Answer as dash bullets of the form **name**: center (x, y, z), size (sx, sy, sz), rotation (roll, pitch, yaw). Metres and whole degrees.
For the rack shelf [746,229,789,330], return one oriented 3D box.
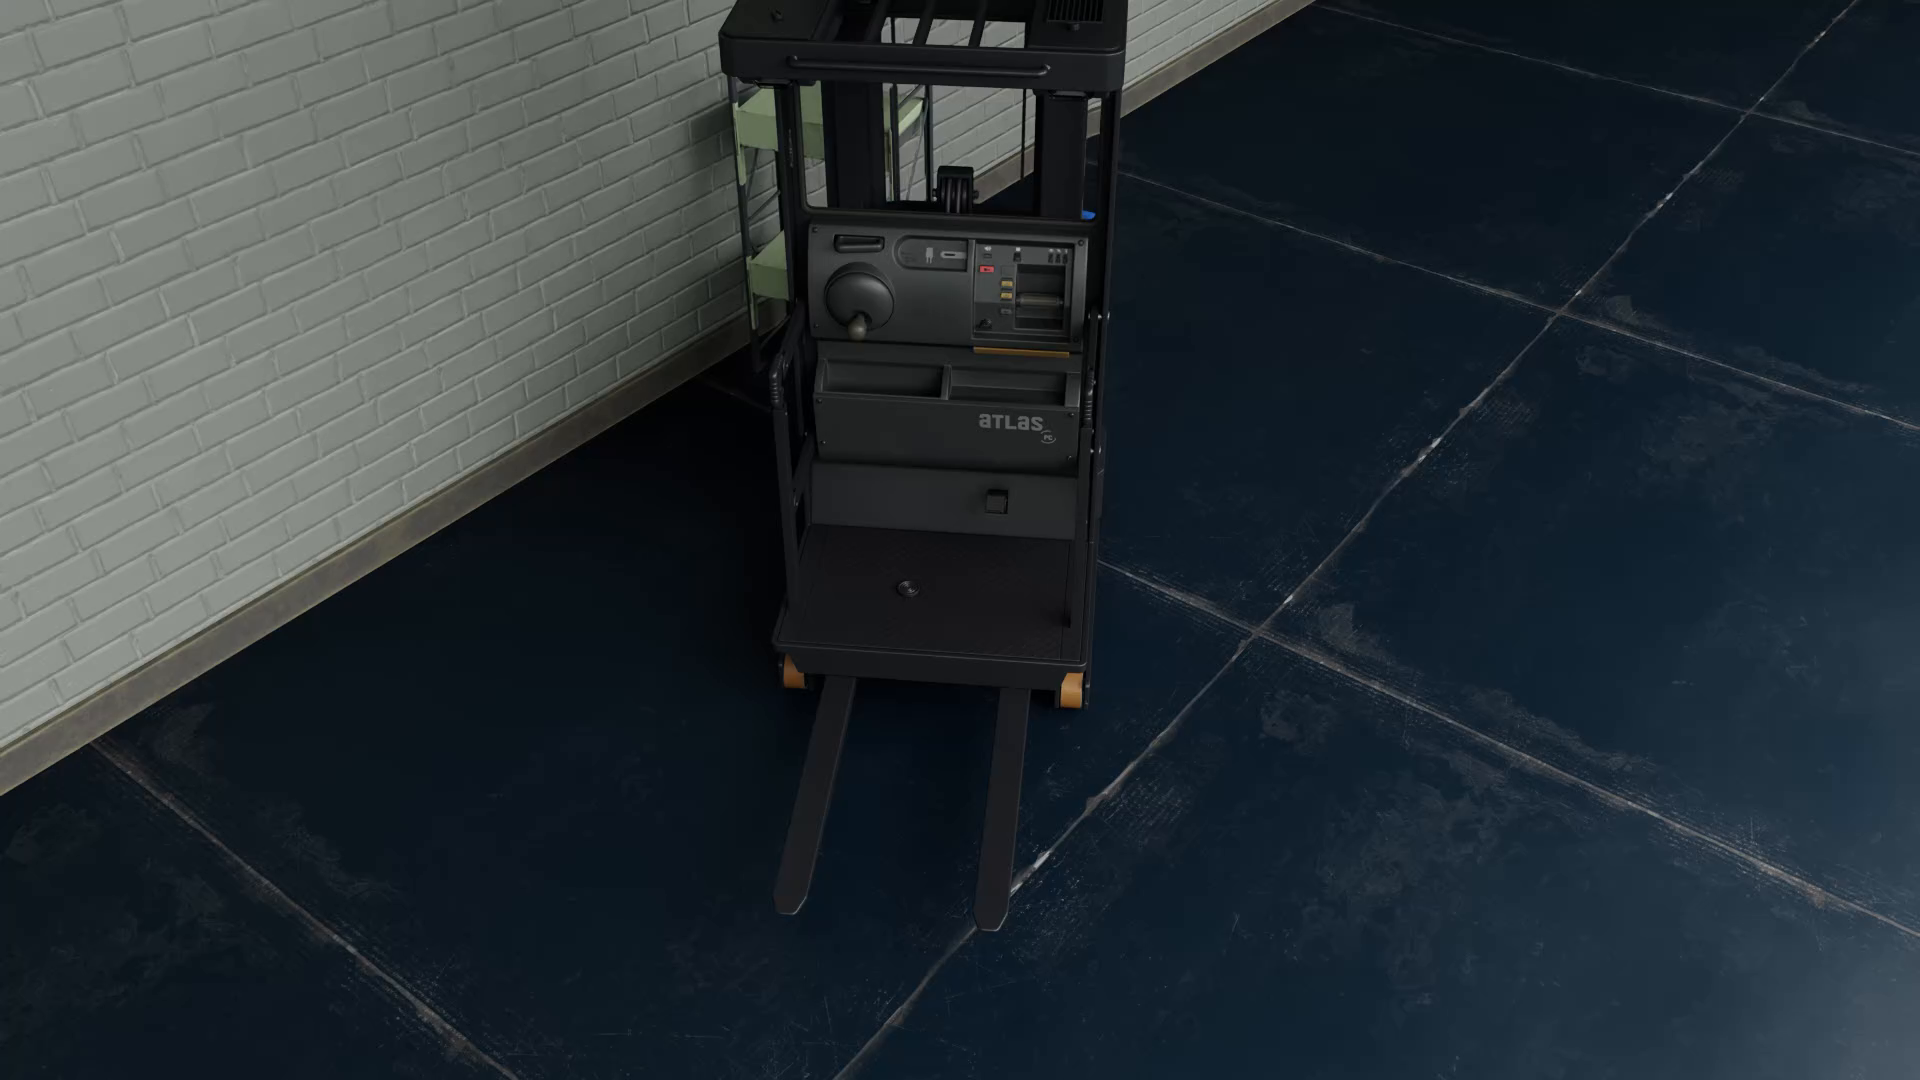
- **rack shelf**: center (-0.538, -1.145, 7.524), size (0.720, 0.370, 0.431), rotation (14, 40, 17)

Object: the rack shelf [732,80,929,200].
- **rack shelf**: center (-0.538, -1.709, 7.083), size (0.720, 0.370, 0.431), rotation (14, 40, 17)

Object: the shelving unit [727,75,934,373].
- **shelving unit**: center (-0.538, -1.401, 7.323), size (0.755, 1.500, 0.431), rotation (14, 40, 17)

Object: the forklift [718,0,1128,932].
- **forklift**: center (-0.064, -0.772, 5.359), size (1.130, 2.935, 3.031), rotation (4, 38, 5)

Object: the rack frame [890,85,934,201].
- **rack frame**: center (-0.198, -1.319, 7.218), size (0.023, 1.500, 0.400), rotation (14, 40, 17)

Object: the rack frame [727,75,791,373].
- **rack frame**: center (-0.879, -1.484, 7.428), size (0.023, 1.500, 0.400), rotation (14, 40, 17)
